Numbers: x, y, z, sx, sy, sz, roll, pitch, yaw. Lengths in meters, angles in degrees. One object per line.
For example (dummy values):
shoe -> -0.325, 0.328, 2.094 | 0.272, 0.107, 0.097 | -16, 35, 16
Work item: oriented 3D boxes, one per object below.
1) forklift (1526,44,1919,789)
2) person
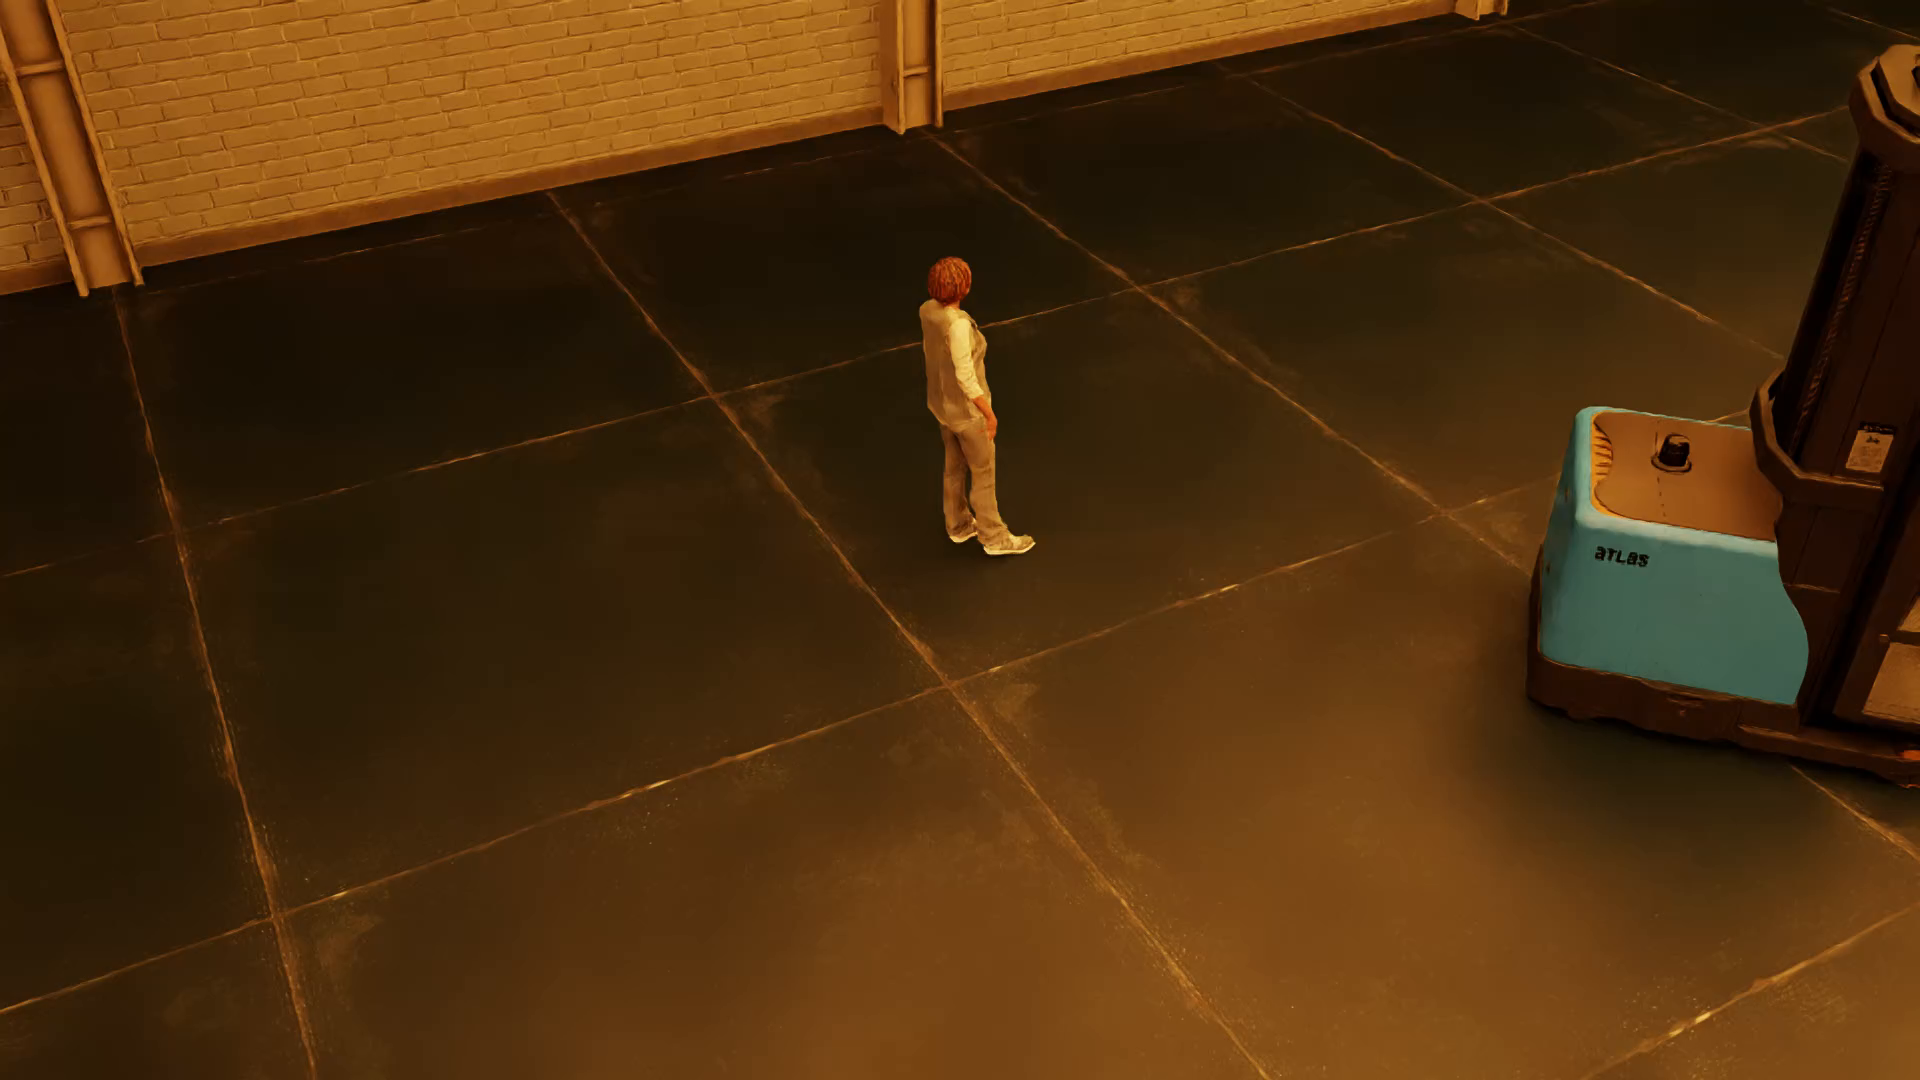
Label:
forklift -> 4.154, -0.439, 6.744 | 3.031, 2.935, 1.130 | 10, 37, 14
person -> 0.072, -0.671, 8.216 | 0.474, 1.597, 0.521 | -17, 39, -23
